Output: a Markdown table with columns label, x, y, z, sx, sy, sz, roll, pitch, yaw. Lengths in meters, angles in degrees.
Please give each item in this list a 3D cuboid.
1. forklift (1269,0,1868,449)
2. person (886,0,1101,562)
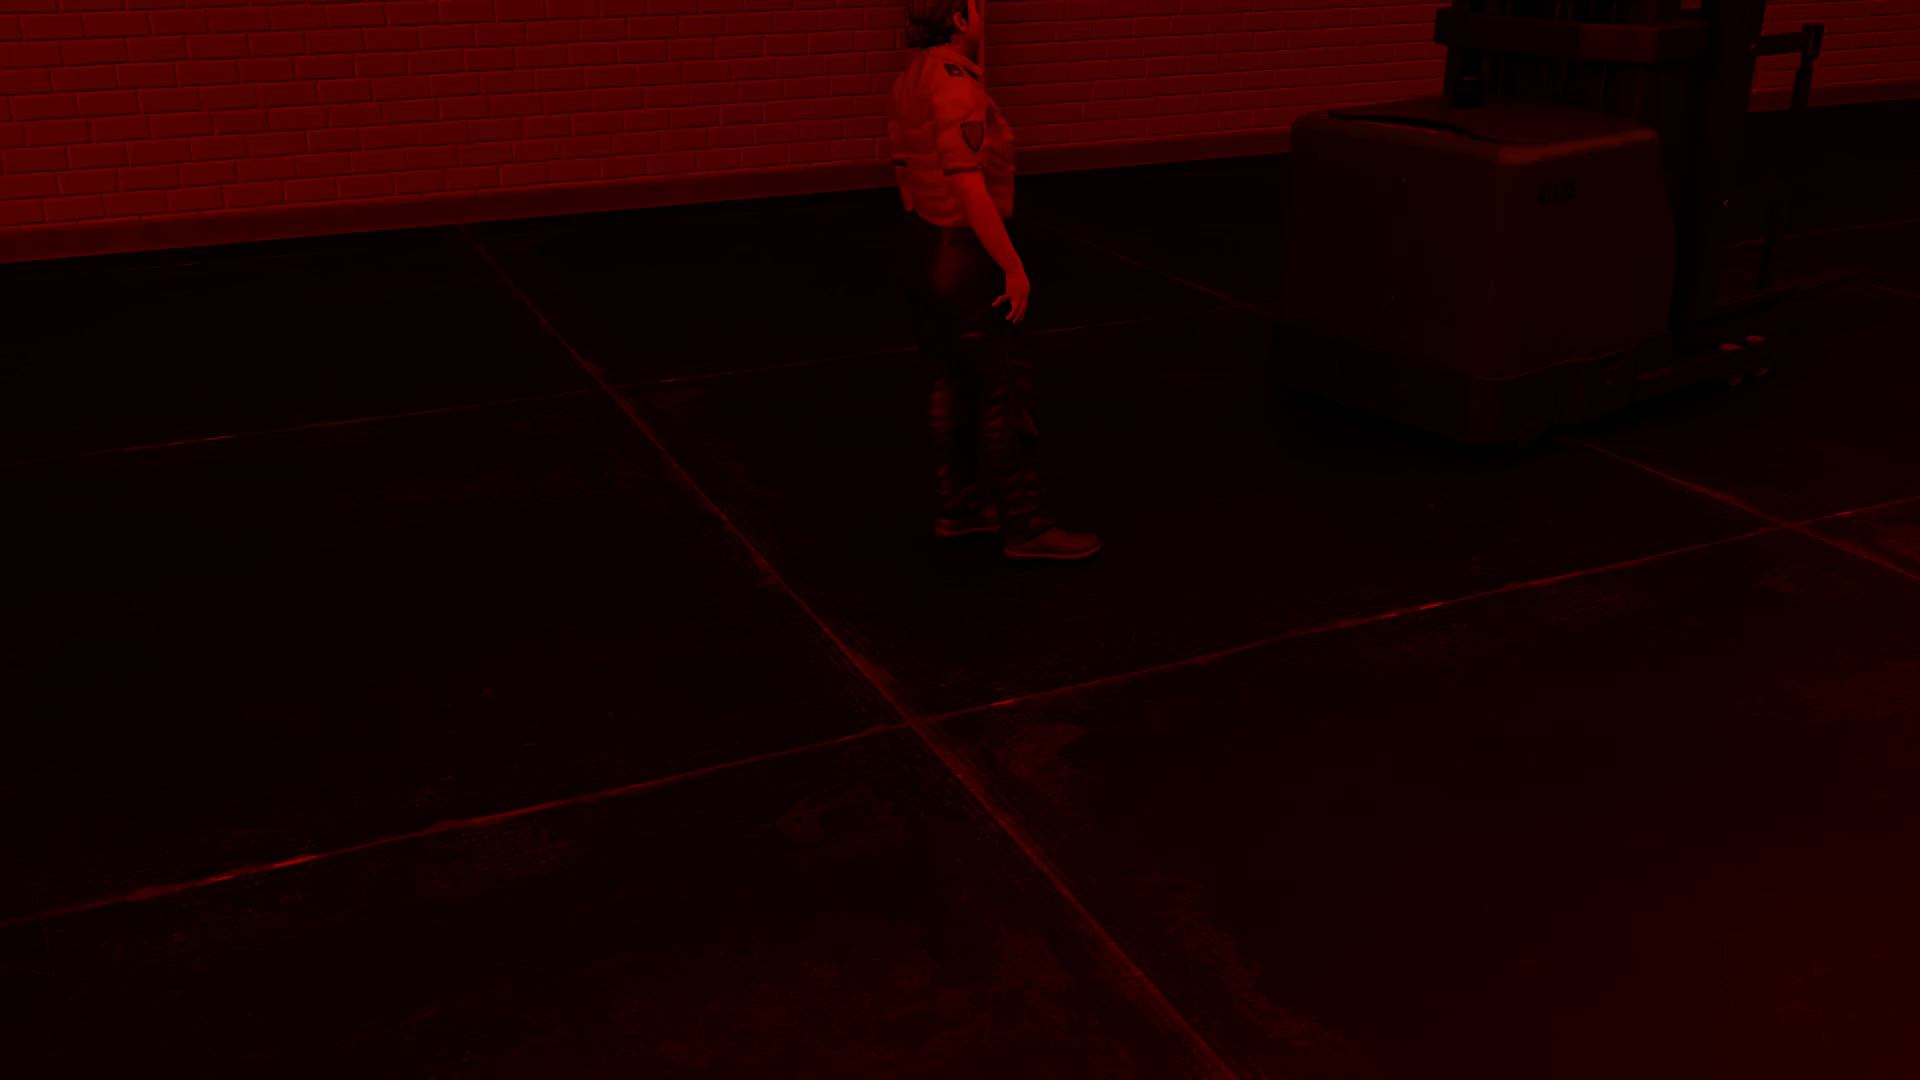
| label | x | y | z | sx | sy | sz | roll | pitch | yaw |
| --- | --- | --- | --- | --- | --- | --- | --- | --- | --- |
| forklift | 2.667 | -2.107 | 6.359 | 3.031 | 2.935 | 1.130 | -17 | 28 | -34 |
| person | 0.091 | -0.775 | 4.803 | 0.503 | 1.651 | 0.598 | -10 | 25 | -23 |
